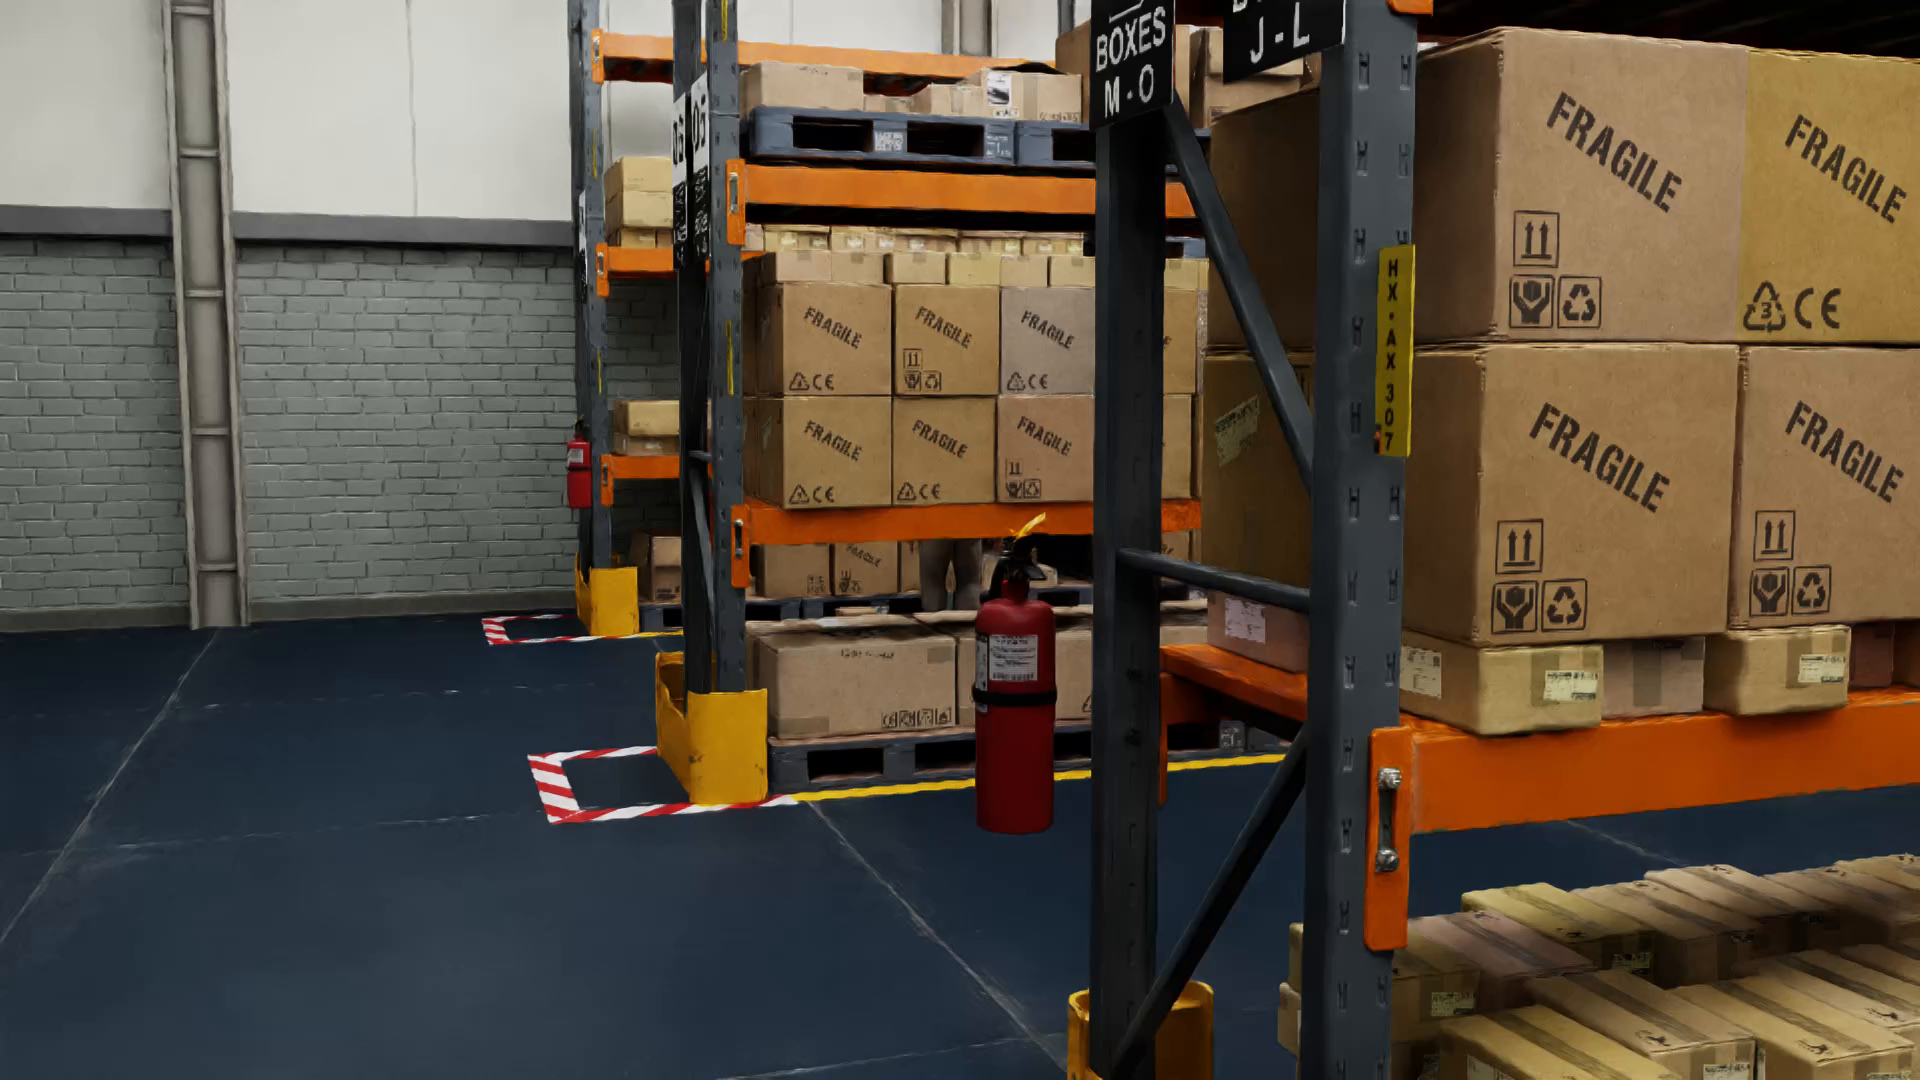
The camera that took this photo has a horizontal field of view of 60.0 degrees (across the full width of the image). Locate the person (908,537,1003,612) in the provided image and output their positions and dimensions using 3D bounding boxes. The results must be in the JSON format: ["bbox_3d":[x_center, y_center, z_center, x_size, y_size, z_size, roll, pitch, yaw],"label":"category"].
[{"bbox_3d":[-0.053,-0.078,11.002,0.640,1.730,0.449,-2,6,-20],"label":"person"}]
